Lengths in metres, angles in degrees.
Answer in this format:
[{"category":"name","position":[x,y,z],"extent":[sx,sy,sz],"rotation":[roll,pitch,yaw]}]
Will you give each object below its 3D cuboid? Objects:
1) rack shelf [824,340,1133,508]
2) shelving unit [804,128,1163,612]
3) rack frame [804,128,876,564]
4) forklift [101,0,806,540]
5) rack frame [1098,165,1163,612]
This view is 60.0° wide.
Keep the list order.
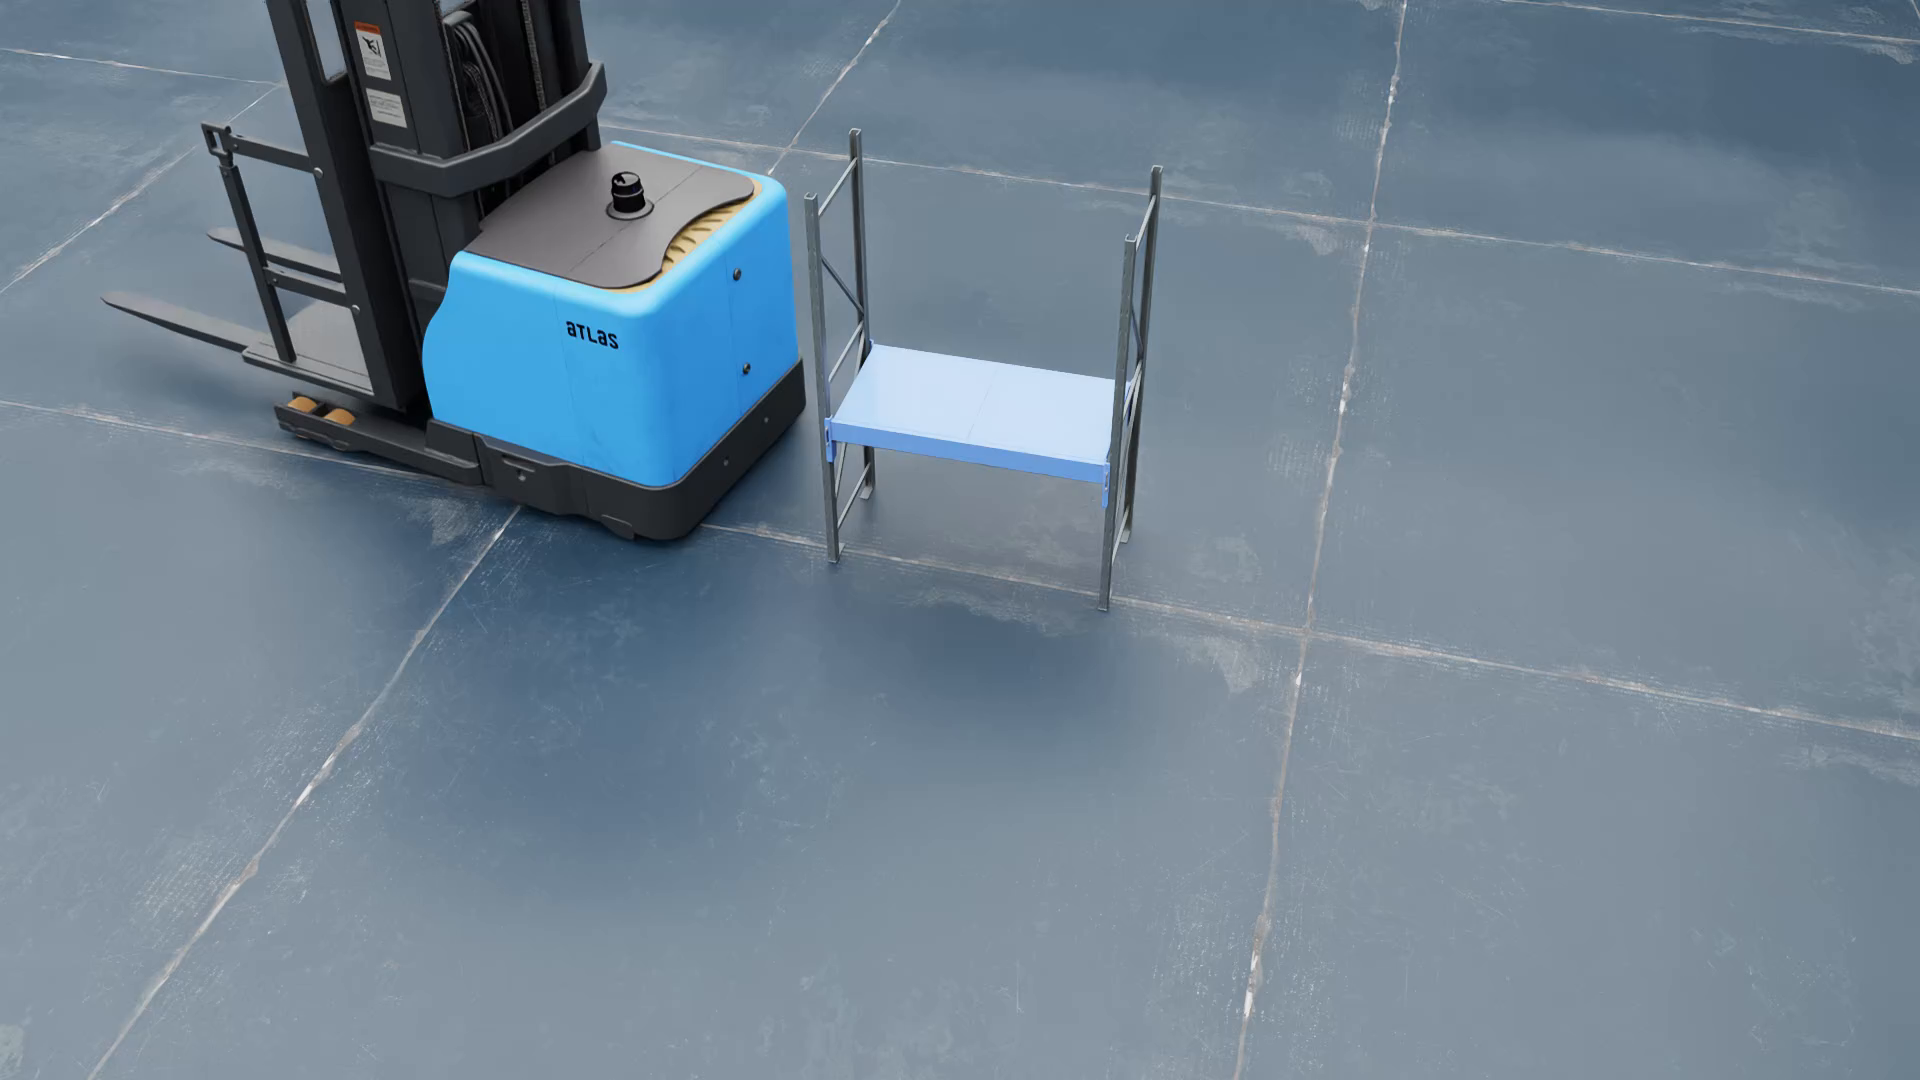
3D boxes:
[{"category":"rack shelf","position":[0.082,-0.422,5.866],"extent":[1.000,0.185,0.538],"rotation":[10,41,11]},{"category":"shelving unit","position":[0.082,-0.560,5.751],"extent":[1.048,1.500,0.538],"rotation":[10,41,11]},{"category":"rack frame","position":[-0.409,-0.645,5.851],"extent":[0.032,1.500,0.500],"rotation":[10,41,11]},{"category":"forklift","position":[-2.186,-1.768,6.076],"extent":[3.031,2.935,1.130],"rotation":[17,43,19]},{"category":"rack frame","position":[0.573,-0.476,5.650],"extent":[0.032,1.500,0.500],"rotation":[10,41,11]}]
